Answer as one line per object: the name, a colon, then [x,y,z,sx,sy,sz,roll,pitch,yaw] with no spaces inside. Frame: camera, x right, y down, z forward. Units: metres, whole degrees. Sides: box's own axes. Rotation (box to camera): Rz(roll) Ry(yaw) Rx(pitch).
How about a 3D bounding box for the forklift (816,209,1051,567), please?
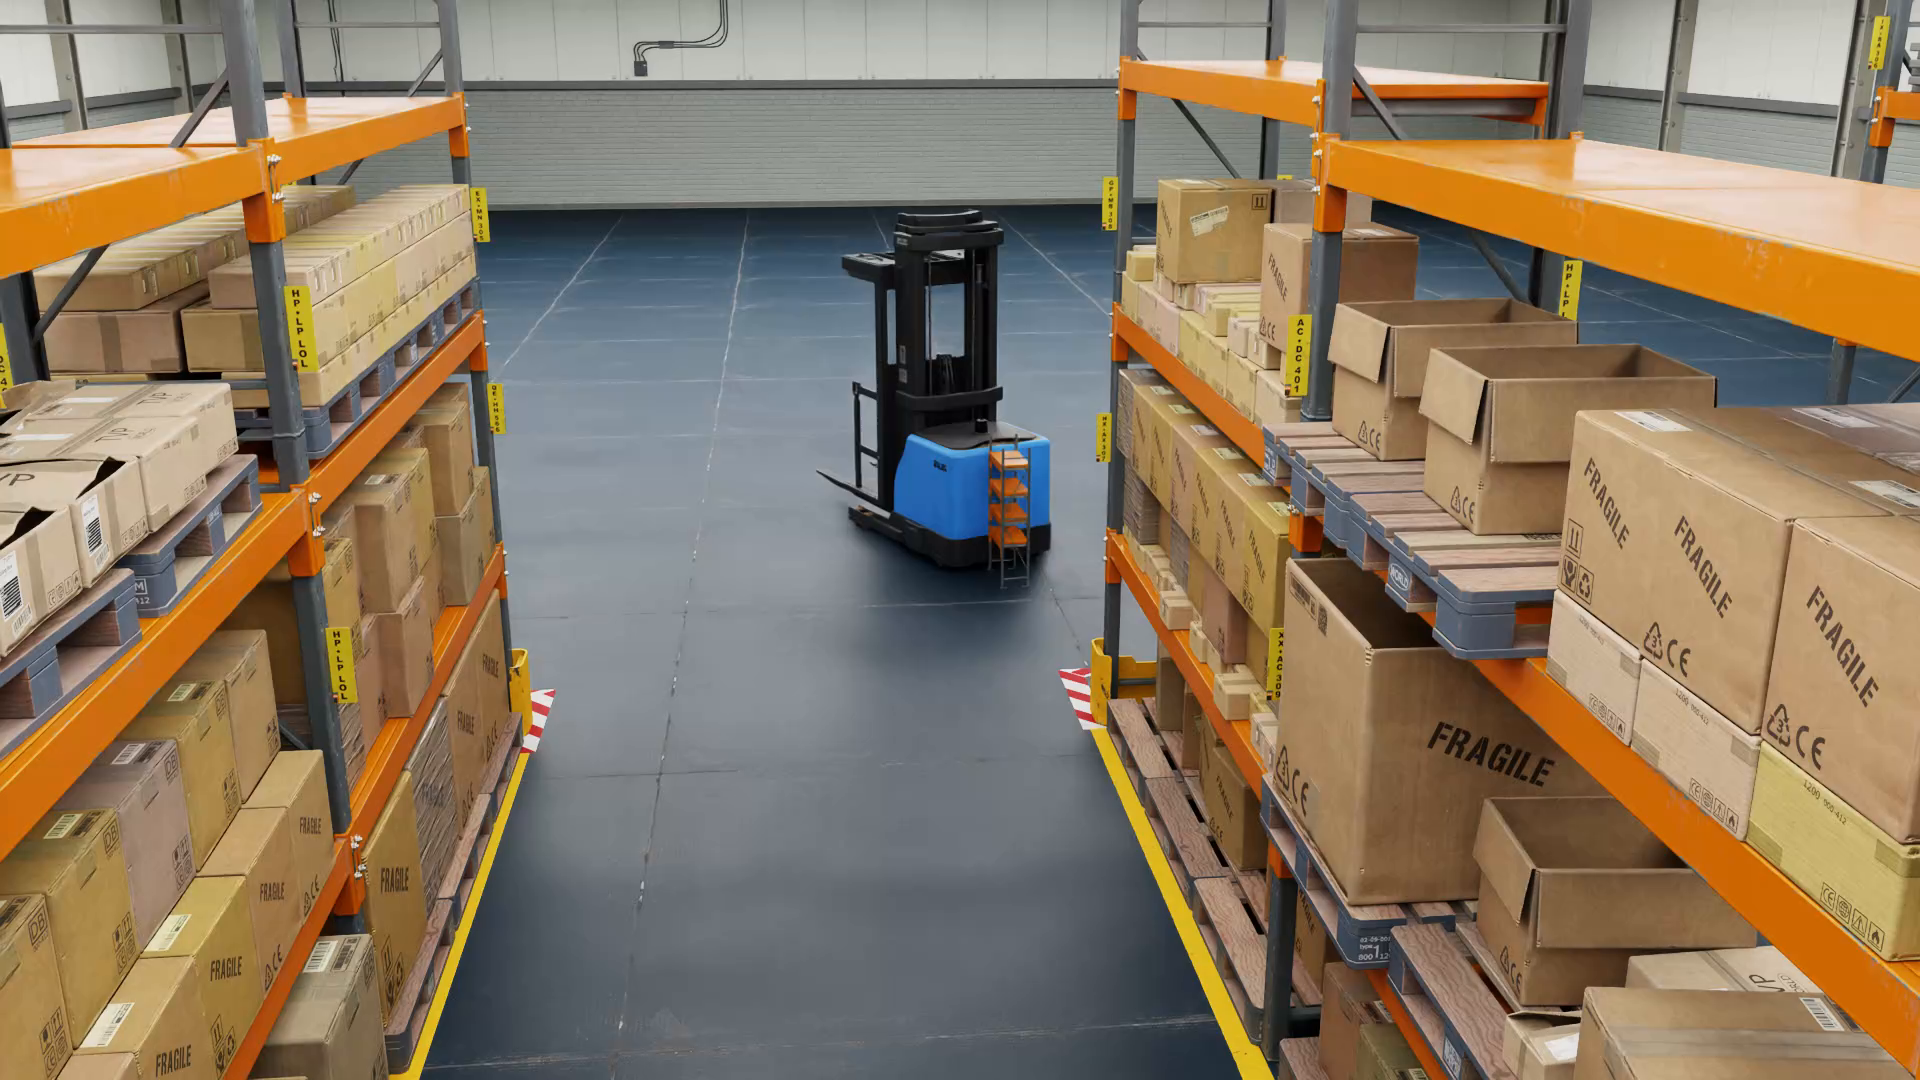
forklift: [-0.388,-1.558,15.246,1.130,2.935,3.031,-10,20,-29]

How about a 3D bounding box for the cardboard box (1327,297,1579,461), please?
cardboard box: [1.844,-0.617,6.253,0.797,0.503,0.637,-3,18,-8]

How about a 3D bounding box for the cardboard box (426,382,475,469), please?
cardboard box: [-3.463,-0.623,10.100,0.875,0.550,0.550,-2,18,-6]

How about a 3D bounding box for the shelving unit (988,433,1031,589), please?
shelving unit: [0.413,-0.246,13.958,0.258,1.200,0.503,-3,18,-11]

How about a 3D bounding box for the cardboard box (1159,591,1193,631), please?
cardboard box: [1.332,0.391,9.343,0.380,0.149,0.250,-2,18,-6]

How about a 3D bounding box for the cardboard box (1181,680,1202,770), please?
cardboard box: [1.625,1.085,10.185,0.500,0.500,0.500,3,18,9]

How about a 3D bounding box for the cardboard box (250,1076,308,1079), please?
cardboard box: [-2.801,2.387,5.622,1.050,0.750,0.750,-2,18,-6]

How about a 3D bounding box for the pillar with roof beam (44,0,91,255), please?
pillar with roof beam: [-12.331,-9.721,31.116,9.100,9.000,0.400,-2,18,-6]

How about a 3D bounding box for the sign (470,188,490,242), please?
sign: [-2.922,-1.976,10.110,0.100,0.325,0.005,-2,18,-6]

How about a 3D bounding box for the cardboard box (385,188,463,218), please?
cardboard box: [-3.066,-1.923,9.507,0.380,0.149,0.250,-2,18,-5]

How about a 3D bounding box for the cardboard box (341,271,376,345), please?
cardboard box: [-2.876,-1.010,7.265,0.500,0.250,0.500,-2,18,-6]

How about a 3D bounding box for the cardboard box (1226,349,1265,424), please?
cardboard box: [1.544,-0.722,7.713,0.500,0.250,0.500,-1,17,-4]

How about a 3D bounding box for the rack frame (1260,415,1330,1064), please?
rack frame: [1.894,0.921,7.236,1.000,3.000,0.127,-2,18,-6]

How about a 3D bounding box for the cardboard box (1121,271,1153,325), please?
cardboard box: [1.274,-1.479,10.123,0.500,0.250,0.500,-1,17,-4]

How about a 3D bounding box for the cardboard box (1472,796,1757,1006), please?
cardboard box: [2.165,1.185,5.522,0.797,0.503,0.637,0,17,0]

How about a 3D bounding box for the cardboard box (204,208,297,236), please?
cardboard box: [-3.615,-1.599,8.476,0.380,0.149,0.250,-2,18,-6]

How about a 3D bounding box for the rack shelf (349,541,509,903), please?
rack shelf: [-3.256,0.791,8.850,1.077,0.370,4.000,-2,18,-6]

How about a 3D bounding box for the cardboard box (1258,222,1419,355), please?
cardboard box: [1.594,-1.065,7.054,0.500,0.500,0.500,-2,18,-7]

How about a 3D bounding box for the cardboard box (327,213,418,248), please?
cardboard box: [-2.933,-1.543,8.297,0.380,0.149,0.250,-2,18,-5]

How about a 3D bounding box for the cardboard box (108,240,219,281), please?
cardboard box: [-3.482,-1.219,7.266,0.380,0.149,0.250,-1,17,-5]

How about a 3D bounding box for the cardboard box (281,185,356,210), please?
cardboard box: [-3.745,-1.978,9.683,0.380,0.149,0.250,-2,17,-5]

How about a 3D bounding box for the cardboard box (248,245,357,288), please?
cardboard box: [-2.803,-1.166,7.096,0.380,0.149,0.250,-2,18,-6]

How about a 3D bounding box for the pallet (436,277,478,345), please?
pallet: [-3.376,-1.316,9.501,1.003,0.211,1.213,-2,18,-6]

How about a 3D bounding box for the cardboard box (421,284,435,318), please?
cardboard box: [-2.961,-1.240,8.662,0.380,0.149,0.250,-2,18,-5]

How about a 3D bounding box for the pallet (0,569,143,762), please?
pallet: [-2.875,0.371,4.294,1.003,0.211,1.213,-1,17,-3]

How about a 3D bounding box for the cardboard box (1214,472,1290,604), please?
cardboard box: [1.521,-0.020,7.901,0.500,0.500,0.500,-2,18,-6]

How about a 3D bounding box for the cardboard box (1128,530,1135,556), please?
cardboard box: [1.280,0.016,10.537,0.380,0.149,0.250,-2,18,-6]

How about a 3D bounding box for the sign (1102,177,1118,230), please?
sign: [0.942,-2.102,10.398,0.100,0.325,0.005,-2,18,-6]

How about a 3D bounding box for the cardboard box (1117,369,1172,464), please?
cardboard box: [1.267,-0.765,10.274,0.500,0.500,0.500,-2,18,-6]

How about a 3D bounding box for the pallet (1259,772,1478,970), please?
pallet: [1.828,1.245,6.525,1.003,0.211,1.213,-2,18,-6]

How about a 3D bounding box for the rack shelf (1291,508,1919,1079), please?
rack shelf: [2.100,0.429,4.996,1.077,0.370,4.000,-2,18,-6]

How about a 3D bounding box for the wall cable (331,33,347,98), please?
wall cable: [-16.220,-10.812,39.778,3.097,2.526,0.112,-2,18,-6]

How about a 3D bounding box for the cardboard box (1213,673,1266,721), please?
cardboard box: [1.460,0.764,8.156,0.380,0.149,0.250,-2,18,-6]

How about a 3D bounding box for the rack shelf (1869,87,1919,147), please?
rack shelf: [6.614,-2.156,8.890,1.077,0.370,4.000,-2,18,-6]

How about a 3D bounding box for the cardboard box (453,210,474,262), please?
cardboard box: [-3.134,-1.760,9.654,0.500,0.250,0.500,-2,17,-5]

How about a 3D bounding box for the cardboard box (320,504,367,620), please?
cardboard box: [-3.226,0.186,7.524,0.875,0.550,0.550,-2,18,-6]

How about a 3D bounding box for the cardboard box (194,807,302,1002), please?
cardboard box: [-2.678,1.294,5.880,0.500,0.500,0.500,-2,18,-6]

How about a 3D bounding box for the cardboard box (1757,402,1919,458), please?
cardboard box: [2.406,-0.054,4.330,0.500,0.500,0.500,-2,18,-7]

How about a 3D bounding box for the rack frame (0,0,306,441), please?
rack frame: [-3.050,-1.818,5.945,1.000,3.000,0.127,-2,18,-6]

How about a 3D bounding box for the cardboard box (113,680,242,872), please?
cardboard box: [-2.938,0.820,5.721,0.700,0.500,0.500,-2,18,-7]

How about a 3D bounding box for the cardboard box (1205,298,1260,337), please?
cardboard box: [1.432,-1.109,8.280,0.380,0.149,0.250,-1,17,-3]

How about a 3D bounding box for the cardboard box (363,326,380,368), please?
cardboard box: [-2.828,-0.860,7.453,0.380,0.149,0.250,-2,18,-7]

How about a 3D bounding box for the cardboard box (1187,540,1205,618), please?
cardboard box: [1.730,0.149,9.031,0.875,0.500,0.500,-2,18,-6]

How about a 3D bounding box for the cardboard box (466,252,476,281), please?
cardboard box: [-3.091,-1.618,9.868,0.380,0.149,0.250,-2,18,-6]

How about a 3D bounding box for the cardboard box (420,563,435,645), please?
cardboard box: [-3.272,0.380,8.707,0.875,0.550,0.500,-2,18,-6]

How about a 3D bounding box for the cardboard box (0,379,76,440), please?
cardboard box: [-3.236,-0.383,5.739,0.258,0.266,0.396,-2,18,-7]

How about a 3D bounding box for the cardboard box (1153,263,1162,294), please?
cardboard box: [1.316,-1.496,9.513,0.380,0.149,0.250,-1,17,-3]

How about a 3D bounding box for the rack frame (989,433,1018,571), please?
rack frame: [0.366,-0.318,14.186,0.240,1.200,0.015,-3,18,-11]

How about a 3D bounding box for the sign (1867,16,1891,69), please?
sign: [5.860,-3.171,10.602,0.100,0.325,0.005,-2,18,-6]
